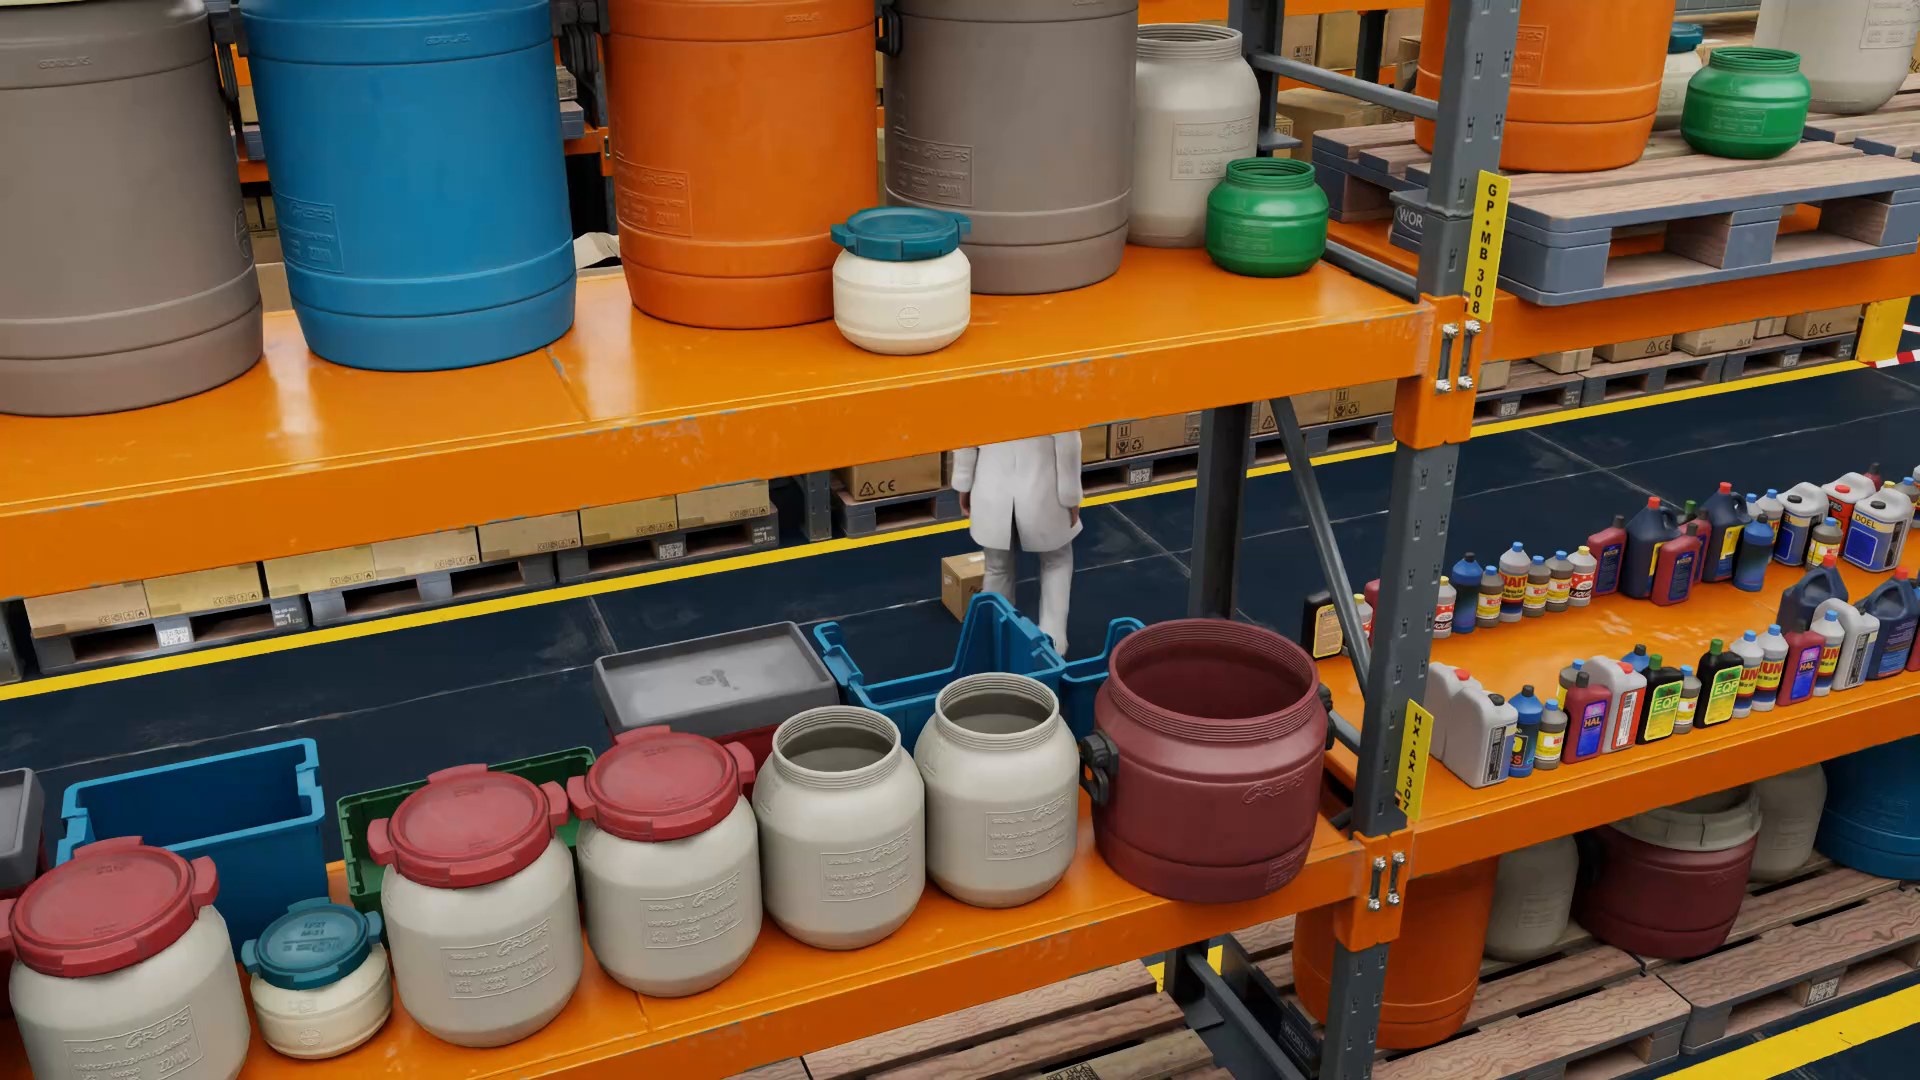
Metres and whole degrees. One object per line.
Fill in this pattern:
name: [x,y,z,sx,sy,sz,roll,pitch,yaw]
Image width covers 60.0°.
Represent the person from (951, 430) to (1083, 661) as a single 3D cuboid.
person: [0.256,-0.207,7.537,0.613,1.778,0.482,5,26,10]
